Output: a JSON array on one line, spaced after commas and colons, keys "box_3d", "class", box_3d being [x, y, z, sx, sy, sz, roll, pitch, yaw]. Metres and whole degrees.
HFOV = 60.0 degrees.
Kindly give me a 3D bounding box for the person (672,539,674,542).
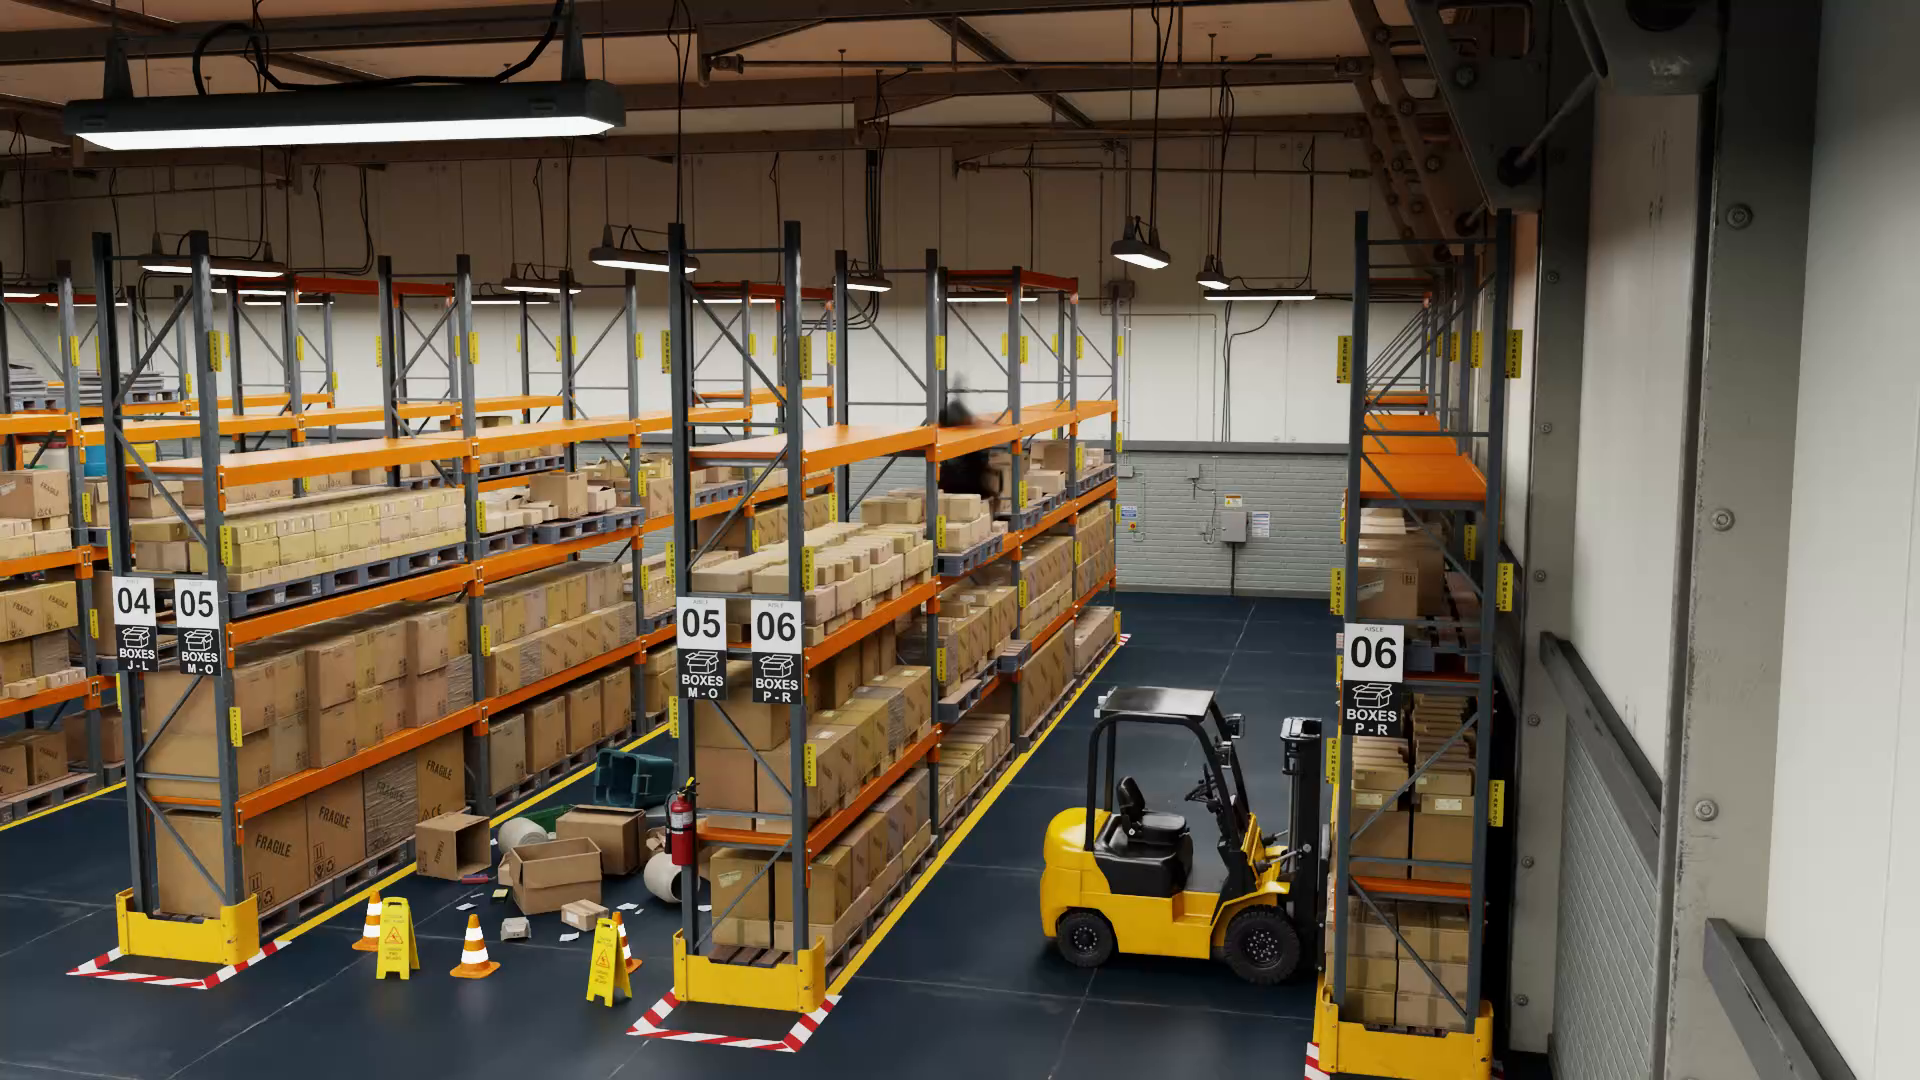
[{"box_3d": [-4.811, 0.856, 28.255, 0.652, 1.824, 0.727, 2, 7, 18], "class": "person"}]
